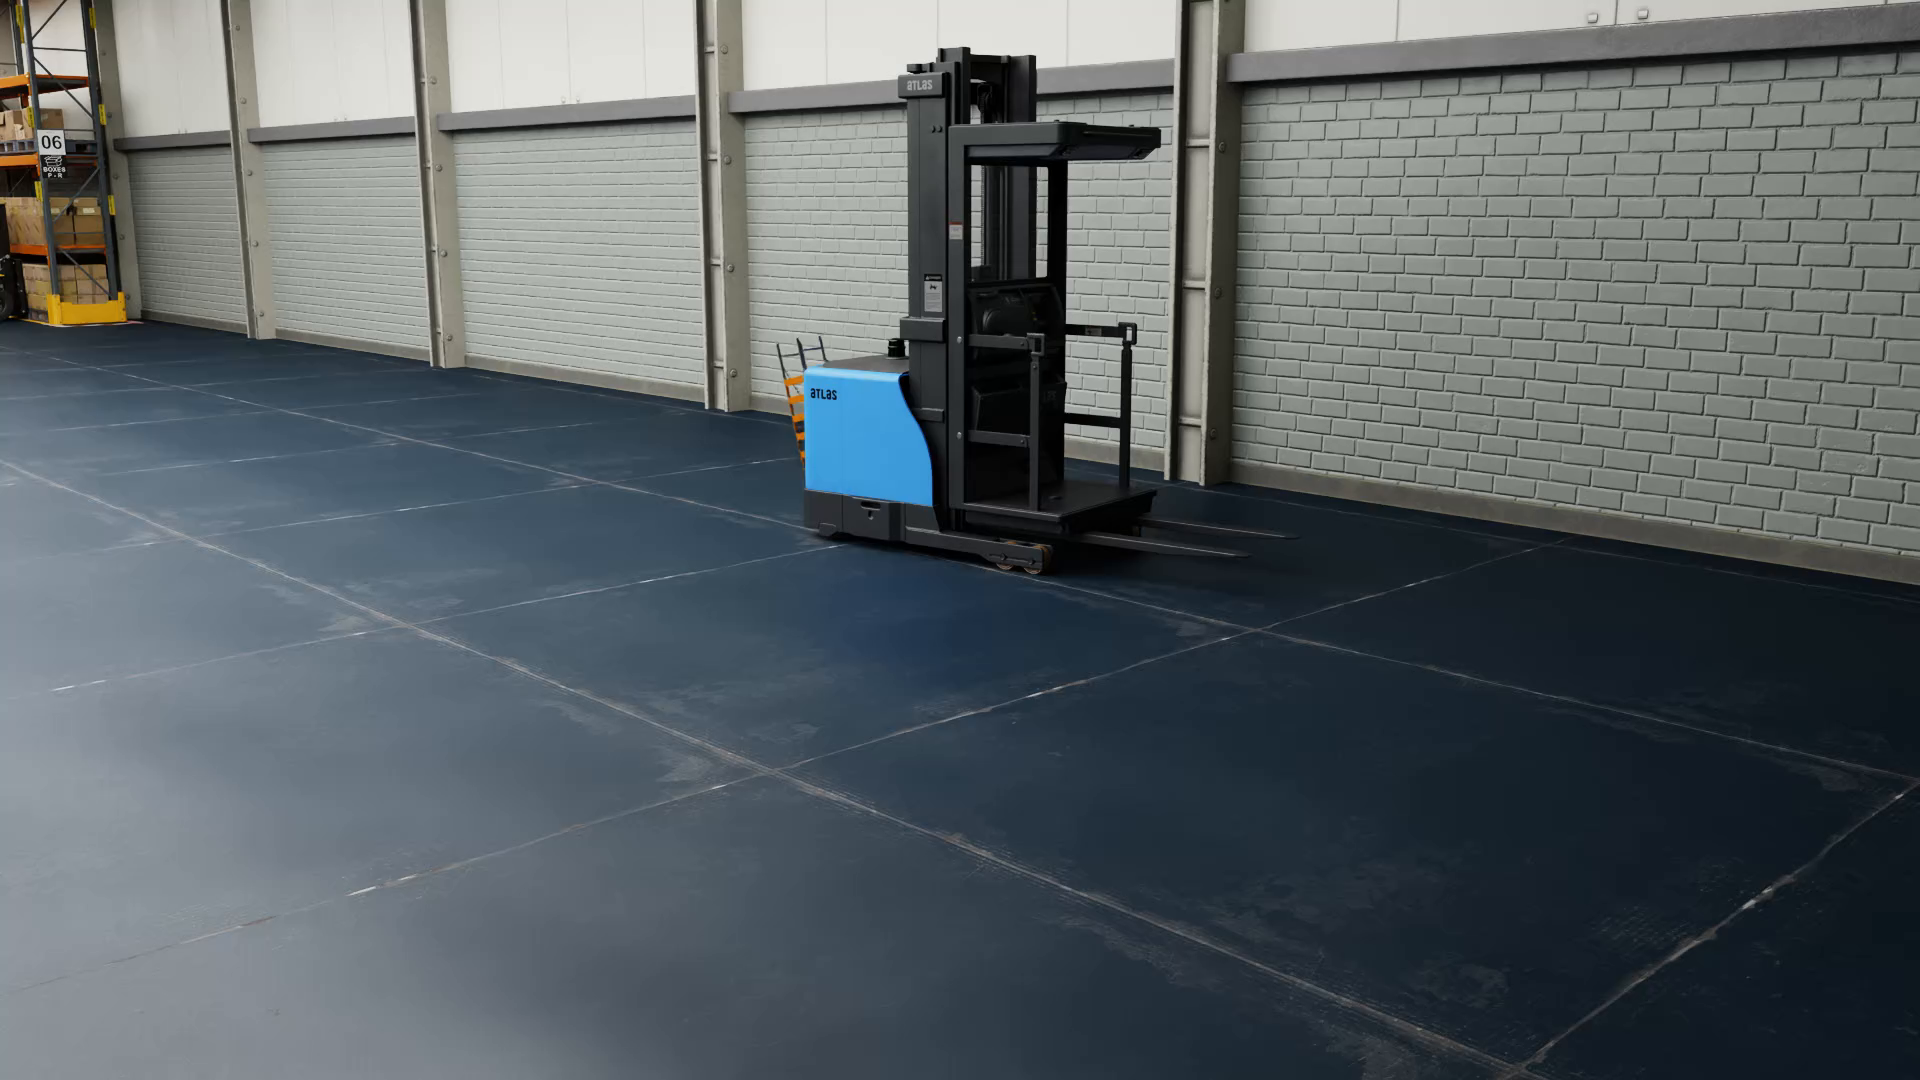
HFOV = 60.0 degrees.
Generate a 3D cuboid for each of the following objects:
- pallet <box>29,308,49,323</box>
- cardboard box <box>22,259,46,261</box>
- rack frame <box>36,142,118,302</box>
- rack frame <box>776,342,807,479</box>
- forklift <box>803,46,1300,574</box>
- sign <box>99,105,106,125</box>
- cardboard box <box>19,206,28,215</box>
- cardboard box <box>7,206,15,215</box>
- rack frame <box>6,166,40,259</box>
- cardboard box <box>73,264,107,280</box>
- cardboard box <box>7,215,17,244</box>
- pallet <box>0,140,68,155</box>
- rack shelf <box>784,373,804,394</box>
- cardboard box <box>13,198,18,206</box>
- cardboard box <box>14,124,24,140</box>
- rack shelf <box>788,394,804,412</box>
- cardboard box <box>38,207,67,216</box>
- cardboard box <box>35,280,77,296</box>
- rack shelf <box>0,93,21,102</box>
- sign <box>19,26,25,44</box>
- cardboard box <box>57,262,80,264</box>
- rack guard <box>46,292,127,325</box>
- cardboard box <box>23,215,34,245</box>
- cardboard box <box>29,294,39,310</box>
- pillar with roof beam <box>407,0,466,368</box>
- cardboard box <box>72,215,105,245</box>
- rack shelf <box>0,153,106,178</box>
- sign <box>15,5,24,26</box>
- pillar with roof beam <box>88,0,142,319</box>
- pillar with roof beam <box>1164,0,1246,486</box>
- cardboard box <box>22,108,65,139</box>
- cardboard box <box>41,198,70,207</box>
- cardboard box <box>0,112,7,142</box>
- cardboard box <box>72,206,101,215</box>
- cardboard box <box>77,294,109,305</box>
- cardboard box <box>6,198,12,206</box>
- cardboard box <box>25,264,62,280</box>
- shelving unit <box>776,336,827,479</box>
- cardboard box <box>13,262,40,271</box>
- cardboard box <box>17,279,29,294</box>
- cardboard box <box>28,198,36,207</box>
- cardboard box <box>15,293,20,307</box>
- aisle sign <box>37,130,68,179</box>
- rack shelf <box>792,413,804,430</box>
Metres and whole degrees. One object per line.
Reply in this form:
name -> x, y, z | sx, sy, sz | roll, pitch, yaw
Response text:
pallet -> -15.507, -3.939, 29.007 | 1.003, 0.211, 1.213 | -11, 16, -43
cardboard box -> -17.231, -5.087, 30.962 | 0.500, 0.250, 0.500 | -10, 16, -41
rack frame -> -14.949, -5.199, 28.212 | 1.000, 3.000, 0.127 | -11, 16, -43
rack frame -> -1.005, -0.716, 11.005 | 0.006, 1.200, 0.240 | -10, 3, 38
forklift -> 0.503, -1.361, 9.756 | 3.031, 2.935, 1.130 | 8, 14, 35
sign -> -14.543, -7.211, 28.185 | 0.100, 0.325, 0.005 | -11, 16, -43
cardboard box -> -16.105, -5.727, 28.920 | 0.250, 0.149, 0.380 | 11, 16, 43
cardboard box -> -16.628, -5.838, 29.458 | 0.380, 0.149, 0.250 | -11, 16, -44
rack frame -> -17.711, -5.783, 31.046 | 1.000, 3.000, 0.127 | -11, 16, -43
cardboard box -> -15.144, -4.644, 28.815 | 0.500, 0.250, 0.500 | -11, 16, -43
cardboard box -> -16.539, -5.507, 29.459 | 0.500, 0.500, 0.500 | -11, 16, -42
pallet -> -16.265, -6.910, 29.301 | 1.003, 0.211, 1.213 | -11, 16, -43
rack shelf -> -1.000, -1.037, 10.935 | 0.180, 0.103, 0.258 | -10, 3, 38
cardboard box -> -16.302, -5.907, 29.054 | 0.380, 0.149, 0.250 | -10, 16, -41
cardboard box -> -15.916, -6.973, 28.432 | 0.396, 0.266, 0.258 | -11, 16, -42
rack shelf -> -0.975, -0.919, 10.940 | 0.180, 0.103, 0.258 | -10, 3, 38
cardboard box -> -15.391, -5.577, 28.193 | 0.380, 0.149, 0.250 | -11, 16, -42
cardboard box -> -15.511, -4.330, 28.530 | 0.500, 0.250, 0.500 | -11, 16, -43
rack shelf -> -19.092, -8.465, 31.970 | 1.077, 0.370, 4.000 | -11, 16, -43
sign -> -17.293, -9.330, 30.688 | 0.100, 0.325, 0.005 | -11, 16, -43
cardboard box -> -15.829, -4.791, 29.528 | 0.500, 0.250, 0.500 | -11, 16, -43
rack guard -> -14.932, -3.971, 28.448 | 1.175, 0.500, 0.348 | -11, 16, -43
cardboard box -> -15.830, -5.360, 28.747 | 0.500, 0.500, 0.500 | -10, 15, -41
cardboard box -> -15.838, -4.156, 28.925 | 0.500, 0.250, 0.500 | -11, 16, -43
pillar with roof beam -> -9.604, -6.013, 17.298 | 9.100, 9.000, 0.400 | -11, 16, -43
cardboard box -> -15.090, -5.359, 28.741 | 0.500, 0.500, 0.500 | -10, 15, -41
rack shelf -> -16.330, -6.608, 29.399 | 1.077, 0.370, 4.000 | -11, 16, -43
sign -> -15.351, -8.560, 27.148 | 0.100, 0.325, 0.005 | -11, 16, -43
pillar with roof beam -> -17.891, -7.765, 25.798 | 9.100, 9.000, 0.400 | -11, 16, -43
pillar with roof beam -> -1.317, -4.262, 8.797 | 9.100, 9.000, 0.400 | -11, 16, -43
cardboard box -> -15.431, -7.002, 27.996 | 0.500, 0.500, 0.500 | -10, 15, -41
cardboard box -> -15.348, -5.734, 28.218 | 0.380, 0.149, 0.250 | -11, 16, -42
cardboard box -> -16.442, -7.258, 29.229 | 0.797, 0.503, 0.637 | -10, 15, -41
cardboard box -> -14.995, -5.651, 28.553 | 0.250, 0.149, 0.380 | 11, 16, 44
cardboard box -> -15.146, -4.157, 28.928 | 0.500, 0.250, 0.500 | -11, 16, -42
cardboard box -> -16.758, -6.030, 29.655 | 0.380, 0.149, 0.250 | -11, 16, -43
cardboard box -> -15.849, -4.645, 28.820 | 0.500, 0.250, 0.500 | -11, 16, -42
shelving unit -> -0.934, -0.728, 10.949 | 0.189, 1.200, 0.258 | -10, 3, 38
cardboard box -> -16.549, -4.792, 29.534 | 0.500, 0.250, 0.500 | -11, 16, -44
cardboard box -> -16.221, -4.477, 29.244 | 0.500, 0.250, 0.500 | -11, 16, -44
cardboard box -> -15.741, -5.800, 28.539 | 0.380, 0.149, 0.250 | -10, 16, -41
cardboard box -> -16.552, -4.303, 29.639 | 0.500, 0.250, 0.500 | -10, 15, -41
aisle sign -> -15.116, -6.422, 27.705 | 0.394, 0.787, 0.004 | -11, 16, -43
rack shelf -> -0.950, -0.802, 10.945 | 0.180, 0.103, 0.258 | -10, 3, 38
